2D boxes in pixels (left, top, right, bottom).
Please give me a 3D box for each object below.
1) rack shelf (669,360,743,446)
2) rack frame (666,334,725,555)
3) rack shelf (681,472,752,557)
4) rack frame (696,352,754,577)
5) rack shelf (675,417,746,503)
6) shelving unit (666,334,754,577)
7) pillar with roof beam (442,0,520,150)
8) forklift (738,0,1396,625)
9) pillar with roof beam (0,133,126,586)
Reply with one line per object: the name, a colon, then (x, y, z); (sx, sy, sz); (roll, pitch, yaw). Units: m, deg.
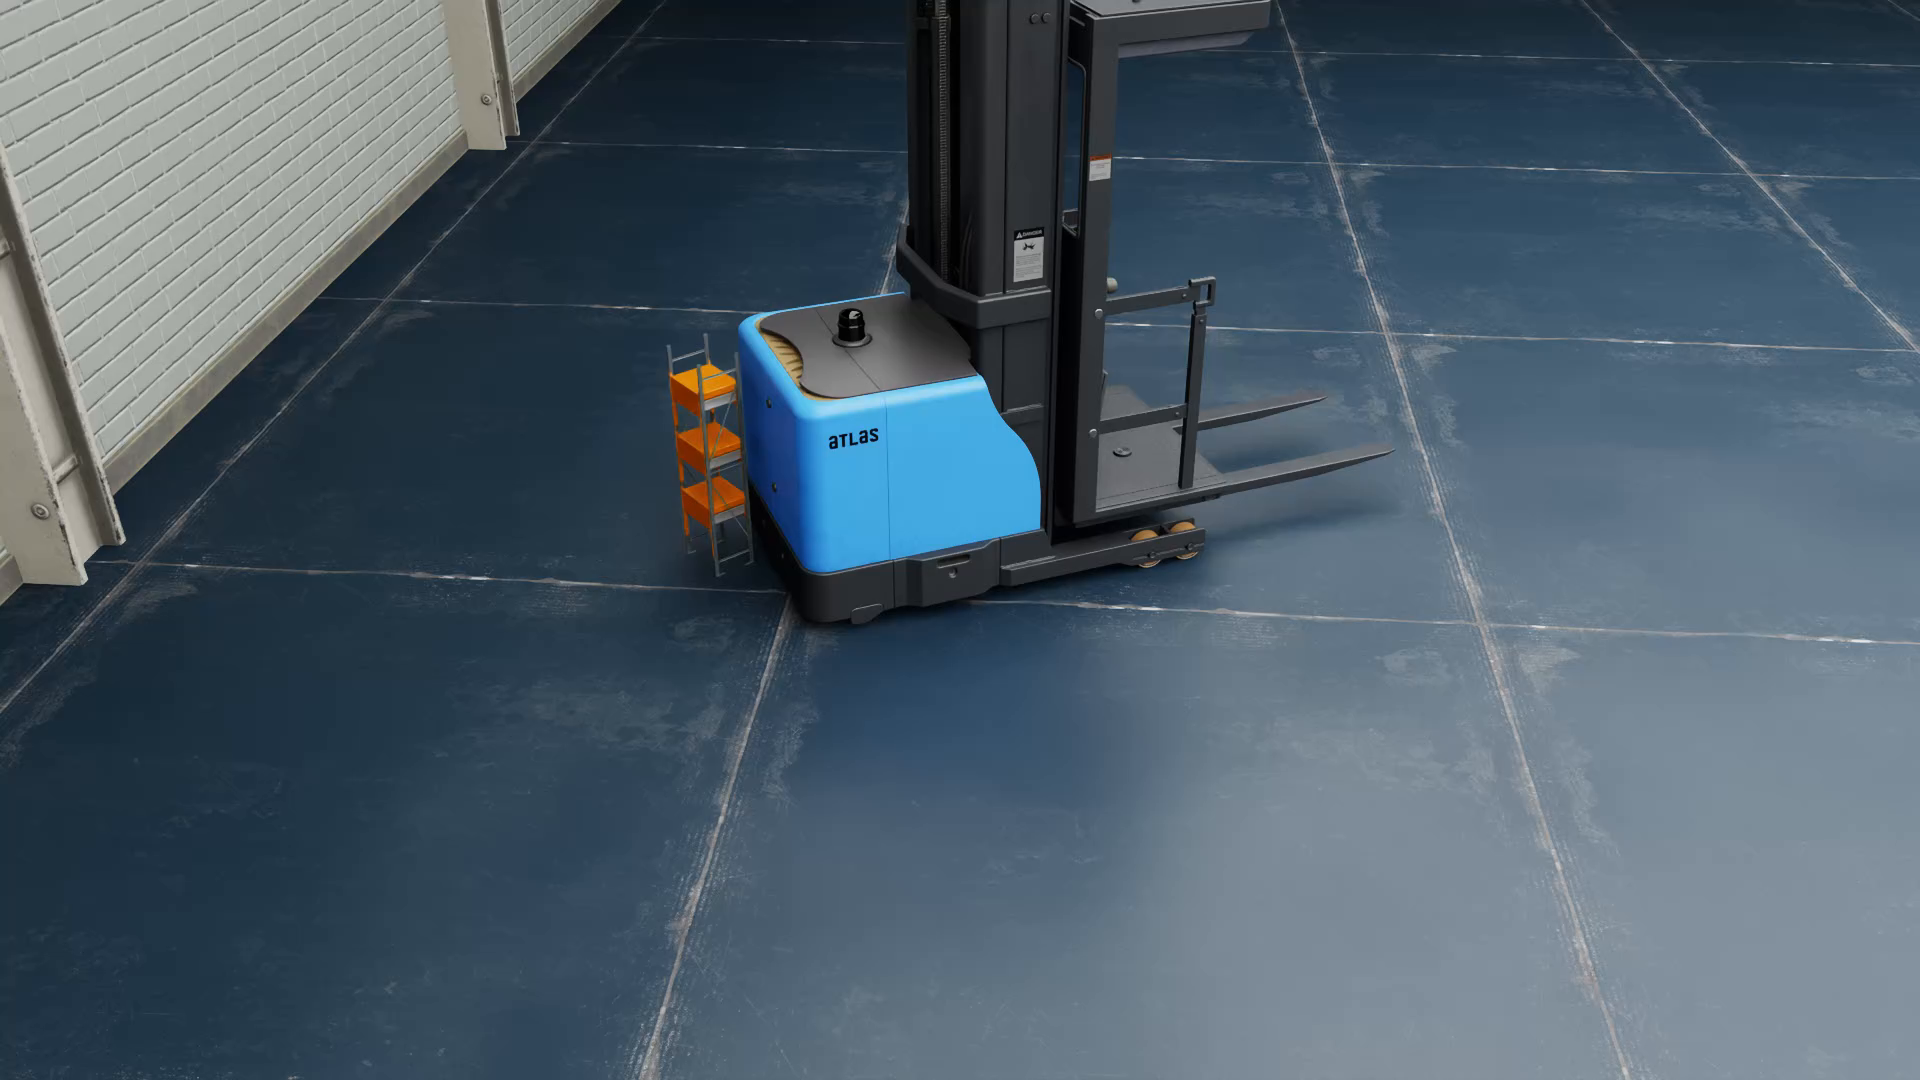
rack shelf: (-1.097, -0.596, 7.195); (0.215, 0.259, 0.240); (-23, 38, -33)
rack frame: (-1.174, -0.413, 7.419); (0.200, 1.050, 0.008); (-23, 38, -33)
rack shelf: (-1.097, -0.118, 7.490); (0.215, 0.259, 0.240); (-23, 38, -33)
rack frame: (-1.019, -0.314, 7.258); (0.200, 1.050, 0.008); (-23, 38, -33)
rack shelf: (-1.097, -0.354, 7.344); (0.215, 0.259, 0.240); (-23, 38, -33)
shelving unit: (-1.097, -0.363, 7.339); (0.215, 1.050, 0.252); (-23, 38, -33)
pillar with roof beam: (0.724, -6.692, 10.031); (9.100, 9.000, 0.400); (2, 32, 4)
forklift: (0.581, -1.368, 7.177); (3.031, 2.935, 1.130); (-12, 34, -18)
pillar with roof beam: (0.235, -3.554, 4.940); (9.100, 9.000, 0.400); (2, 32, 4)
